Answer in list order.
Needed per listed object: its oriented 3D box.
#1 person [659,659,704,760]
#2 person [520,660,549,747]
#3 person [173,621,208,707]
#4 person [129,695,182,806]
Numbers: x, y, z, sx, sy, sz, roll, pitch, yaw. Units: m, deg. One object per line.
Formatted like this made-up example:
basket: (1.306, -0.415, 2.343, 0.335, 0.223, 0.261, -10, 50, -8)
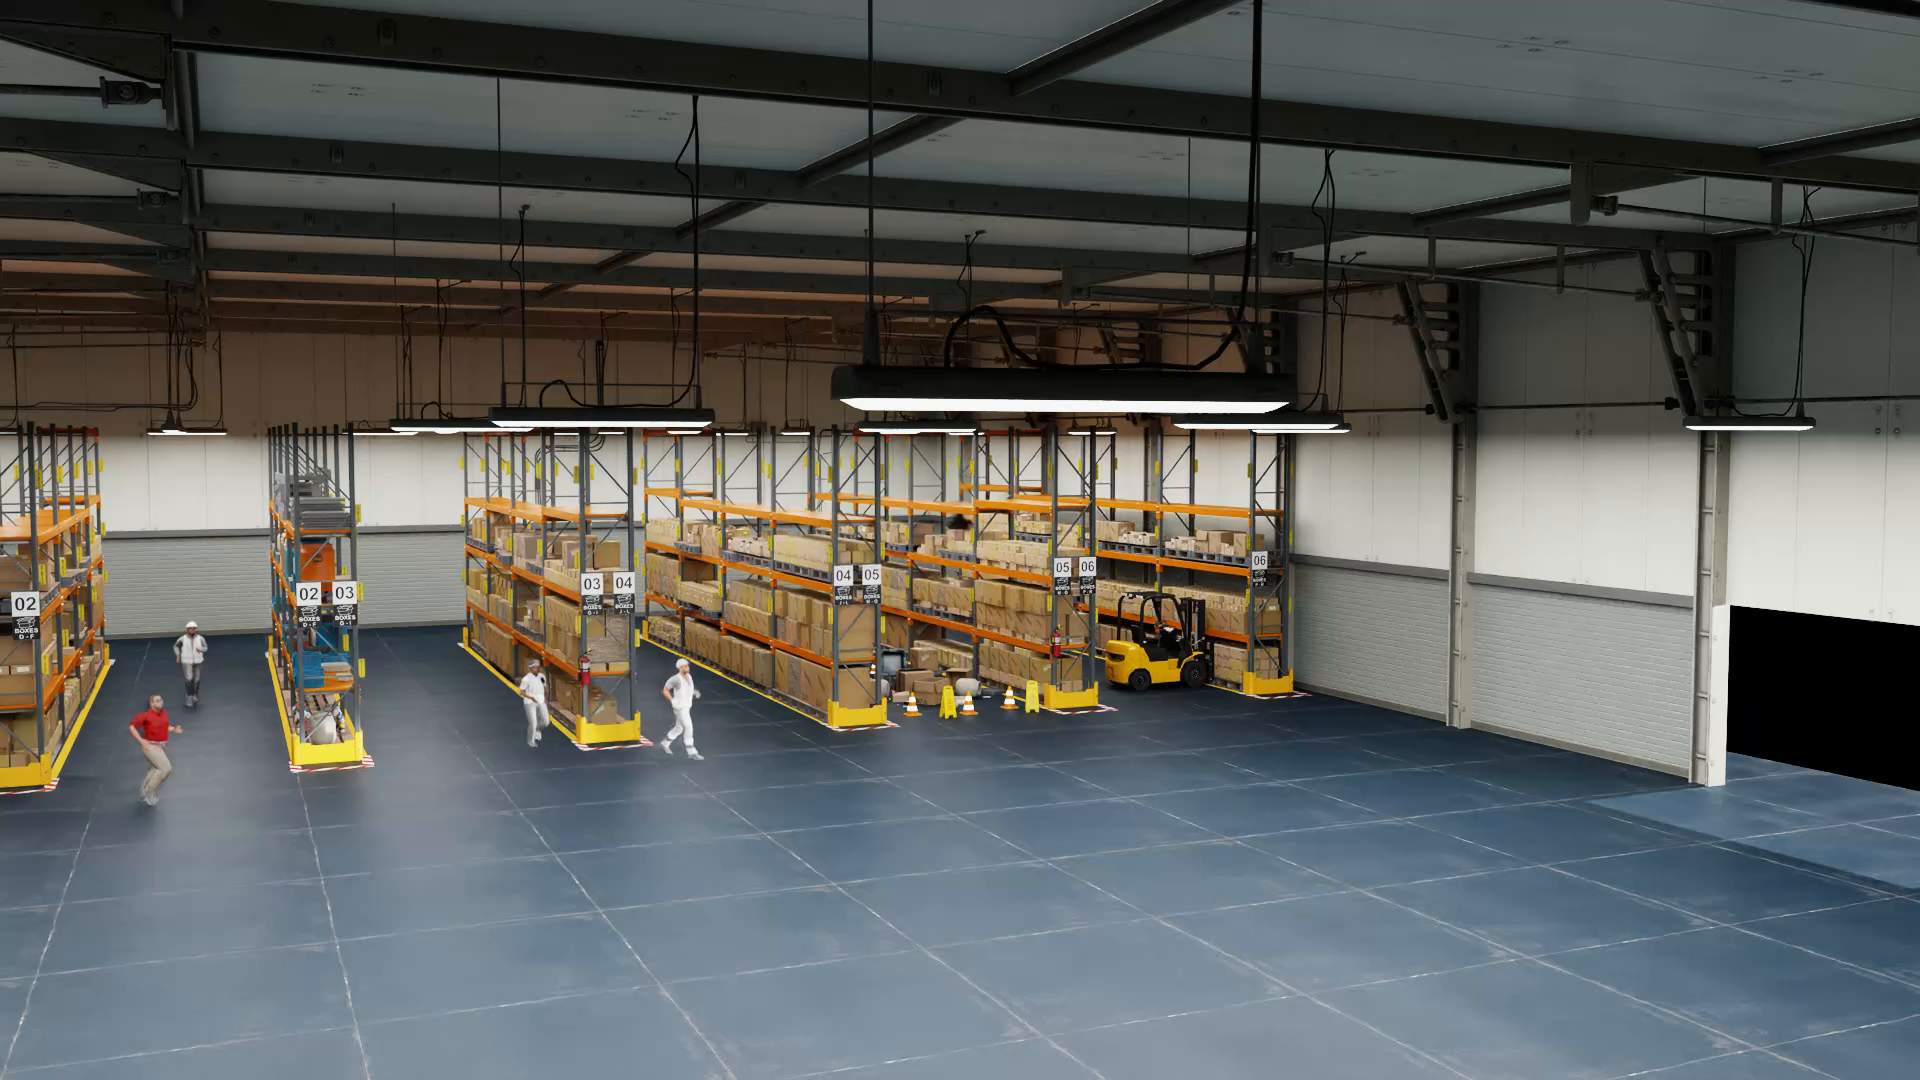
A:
person: (-4.952, 2.987, 29.550, 0.937, 1.782, 0.649, 1, 4, 20)
person: (-7.857, 3.025, 30.813, 0.586, 1.643, 0.568, -3, 4, -38)
person: (-16.479, 2.663, 35.681, 0.624, 1.831, 0.752, -3, 4, -37)
person: (-12.550, 3.290, 26.048, 0.689, 1.746, 0.632, 0, 3, 4)
